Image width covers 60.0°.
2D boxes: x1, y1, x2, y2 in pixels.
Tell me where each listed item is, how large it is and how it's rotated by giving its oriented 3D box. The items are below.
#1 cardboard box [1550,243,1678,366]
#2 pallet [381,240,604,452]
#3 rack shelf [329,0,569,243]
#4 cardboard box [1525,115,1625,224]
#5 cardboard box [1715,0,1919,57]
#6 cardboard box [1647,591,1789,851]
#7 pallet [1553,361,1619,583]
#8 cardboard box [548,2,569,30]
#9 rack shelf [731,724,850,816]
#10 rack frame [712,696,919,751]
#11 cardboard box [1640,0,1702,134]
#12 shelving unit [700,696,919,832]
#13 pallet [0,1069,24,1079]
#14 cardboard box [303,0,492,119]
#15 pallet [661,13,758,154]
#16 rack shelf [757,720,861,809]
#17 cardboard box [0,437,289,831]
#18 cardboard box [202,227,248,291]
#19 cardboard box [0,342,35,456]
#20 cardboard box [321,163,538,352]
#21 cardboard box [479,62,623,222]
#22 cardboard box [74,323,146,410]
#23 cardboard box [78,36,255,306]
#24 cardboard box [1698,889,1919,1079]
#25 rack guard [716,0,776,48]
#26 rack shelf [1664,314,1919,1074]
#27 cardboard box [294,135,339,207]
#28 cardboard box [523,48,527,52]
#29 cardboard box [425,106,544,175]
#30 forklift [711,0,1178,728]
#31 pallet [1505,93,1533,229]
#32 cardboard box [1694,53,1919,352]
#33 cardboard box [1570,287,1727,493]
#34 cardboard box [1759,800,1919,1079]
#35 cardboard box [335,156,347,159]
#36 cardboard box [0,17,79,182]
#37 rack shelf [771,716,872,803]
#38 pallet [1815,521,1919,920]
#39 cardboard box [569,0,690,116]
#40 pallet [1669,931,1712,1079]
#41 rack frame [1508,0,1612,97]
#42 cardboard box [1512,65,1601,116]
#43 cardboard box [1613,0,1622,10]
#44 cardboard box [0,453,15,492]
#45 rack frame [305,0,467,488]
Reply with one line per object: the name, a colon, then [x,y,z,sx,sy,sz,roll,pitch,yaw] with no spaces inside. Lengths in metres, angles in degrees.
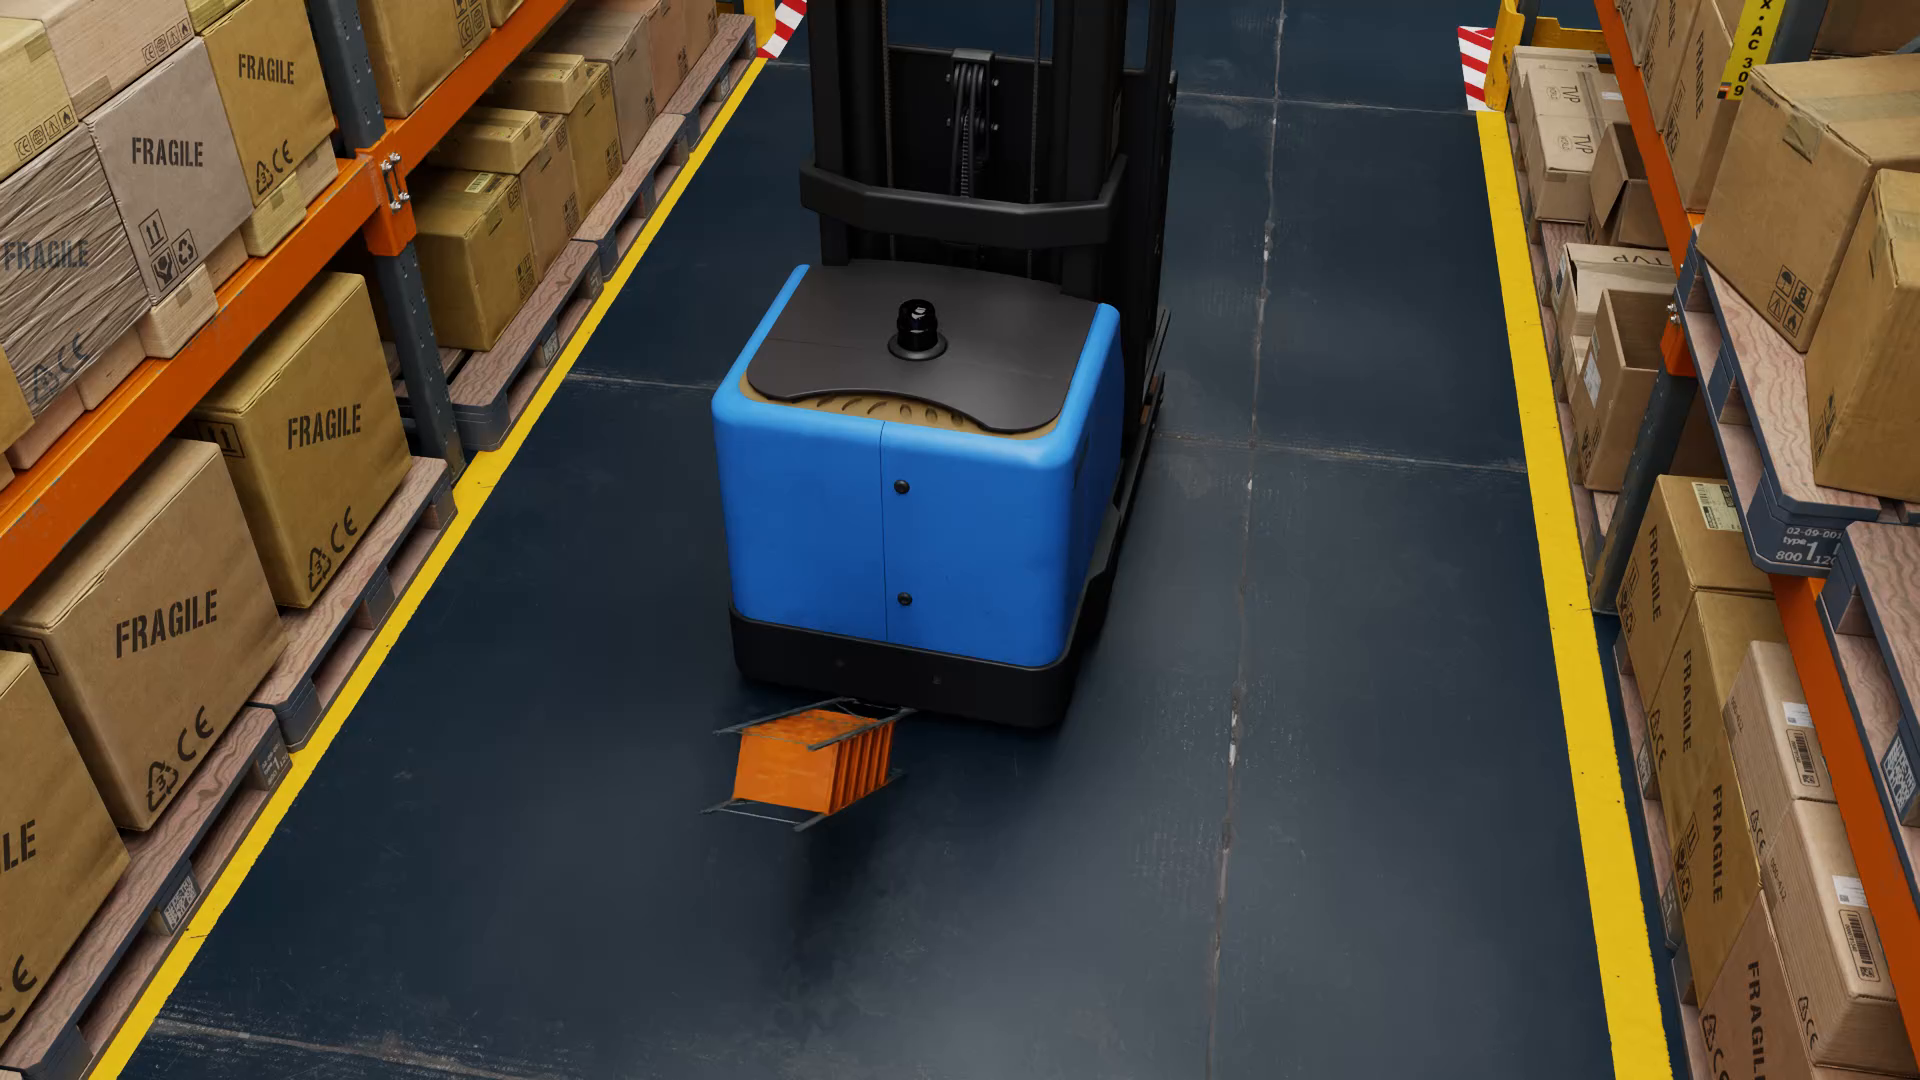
cardboard box: [2.525,-0.888,6.235,0.500,0.311,0.500,6,40,8]
pallet: [-2.094,-0.833,6.592,1.003,0.211,1.213,6,40,8]
rack shelf: [-1.957,-2.417,6.884,1.077,0.370,4.000,6,40,8]
cardboard box: [2.722,-1.578,7.117,0.500,0.250,0.500,6,40,8]
cardboard box: [2.409,-1.665,4.547,0.500,0.500,0.500,7,40,8]
cardboard box: [2.171,0.511,4.394,0.500,0.500,0.500,7,40,8]
pallet: [2.696,-0.251,5.889,1.003,0.211,1.213,6,40,8]
cardboard box: [-1.983,-2.413,7.438,0.380,0.149,0.250,7,40,8]
rack shelf: [-0.411,0.553,4.035,0.258,0.180,0.103,8,0,10]
rack frame: [-0.343,0.470,4.345,0.240,0.006,1.200,8,0,10]
cardboard box: [2.498,-1.599,5.252,0.500,0.500,0.500,7,40,9]
shelving unit: [-0.356,0.561,4.345,0.258,0.189,1.200,8,0,10]
pallet: [-2.785,1.659,3.577,1.003,0.211,1.213,6,40,8]
cardboard box: [-2.193,-1.893,5.451,0.980,0.700,0.700,7,40,8]
pallet: [-1.672,-2.364,8.444,1.003,0.211,1.213,6,40,8]
rack shelf: [-0.390,0.556,4.153,0.258,0.180,0.103,8,0,10]
cardboard box: [-2.438,0.208,4.502,0.750,0.750,0.750,8,40,9]
cardboard box: [-2.192,-0.788,4.531,0.380,0.149,0.250,8,40,9]
cardboard box: [-2.390,-0.333,3.471,0.500,0.500,0.500,7,40,9]
cardboard box: [-2.073,-1.096,6.353,0.700,0.500,0.500,7,40,8]
cardboard box: [-1.891,-1.732,7.123,0.700,0.500,0.500,7,40,9]
cardboard box: [-2.288,-0.470,4.146,0.380,0.149,0.250,6,40,8]
cardboard box: [-2.213,-0.961,4.231,0.500,0.500,0.500,7,40,8]
cardboard box: [1.990,1.141,3.632,0.500,0.500,0.500,5,40,6]
rack guard: [-1.607,-3.001,8.988,1.175,0.500,0.348,6,40,8]
rack shelf: [2.230,0.637,3.190,1.077,0.370,4.000,6,40,8]
cardboard box: [-2.083,-1.107,4.916,0.380,0.149,0.250,7,40,8]
cardboard box: [-2.071,-2.093,7.051,0.380,0.149,0.250,6,40,7]
cardboard box: [-1.834,-1.540,6.382,0.380,0.149,0.250,8,40,9]
forklift: [0.152,-1.516,5.283,1.130,2.935,3.031,9,40,11]
pallet: [3.119,-1.783,7.741,1.003,0.211,1.213,6,40,8]
cardboard box: [2.274,-0.823,3.983,0.700,0.500,0.500,-6,40,-7]
cardboard box: [2.396,-0.490,5.605,0.500,0.500,0.500,6,40,8]
cardboard box: [1.993,0.829,3.422,0.500,0.250,0.500,6,40,7]
cardboard box: [-2.293,-1.277,6.063,0.380,0.149,0.250,6,40,7]
cardboard box: [-2.318,-0.928,3.602,0.500,0.250,0.500,7,40,9]
rack shelf: [-0.369,0.559,4.271,0.258,0.180,0.103,8,0,10]
pallet: [2.216,0.468,2.980,1.003,0.211,1.213,6,40,8]
cardboard box: [-1.720,-2.384,7.911,0.700,0.500,0.500,6,40,8]
pallet: [2.264,1.462,3.816,1.003,0.211,1.213,6,40,8]
rack frame: [3.269,-3.406,7.515,1.000,3.000,0.127,6,40,8]
cardboard box: [2.814,-2.101,7.816,0.380,0.166,0.250,6,40,8]
cardboard box: [2.670,-2.242,6.029,0.500,0.500,0.500,7,40,8]
cardboard box: [-2.403,-0.149,3.757,0.380,0.149,0.250,8,40,9]
rack frame: [-2.303,-1.439,5.137,1.000,3.000,0.127,6,40,8]
